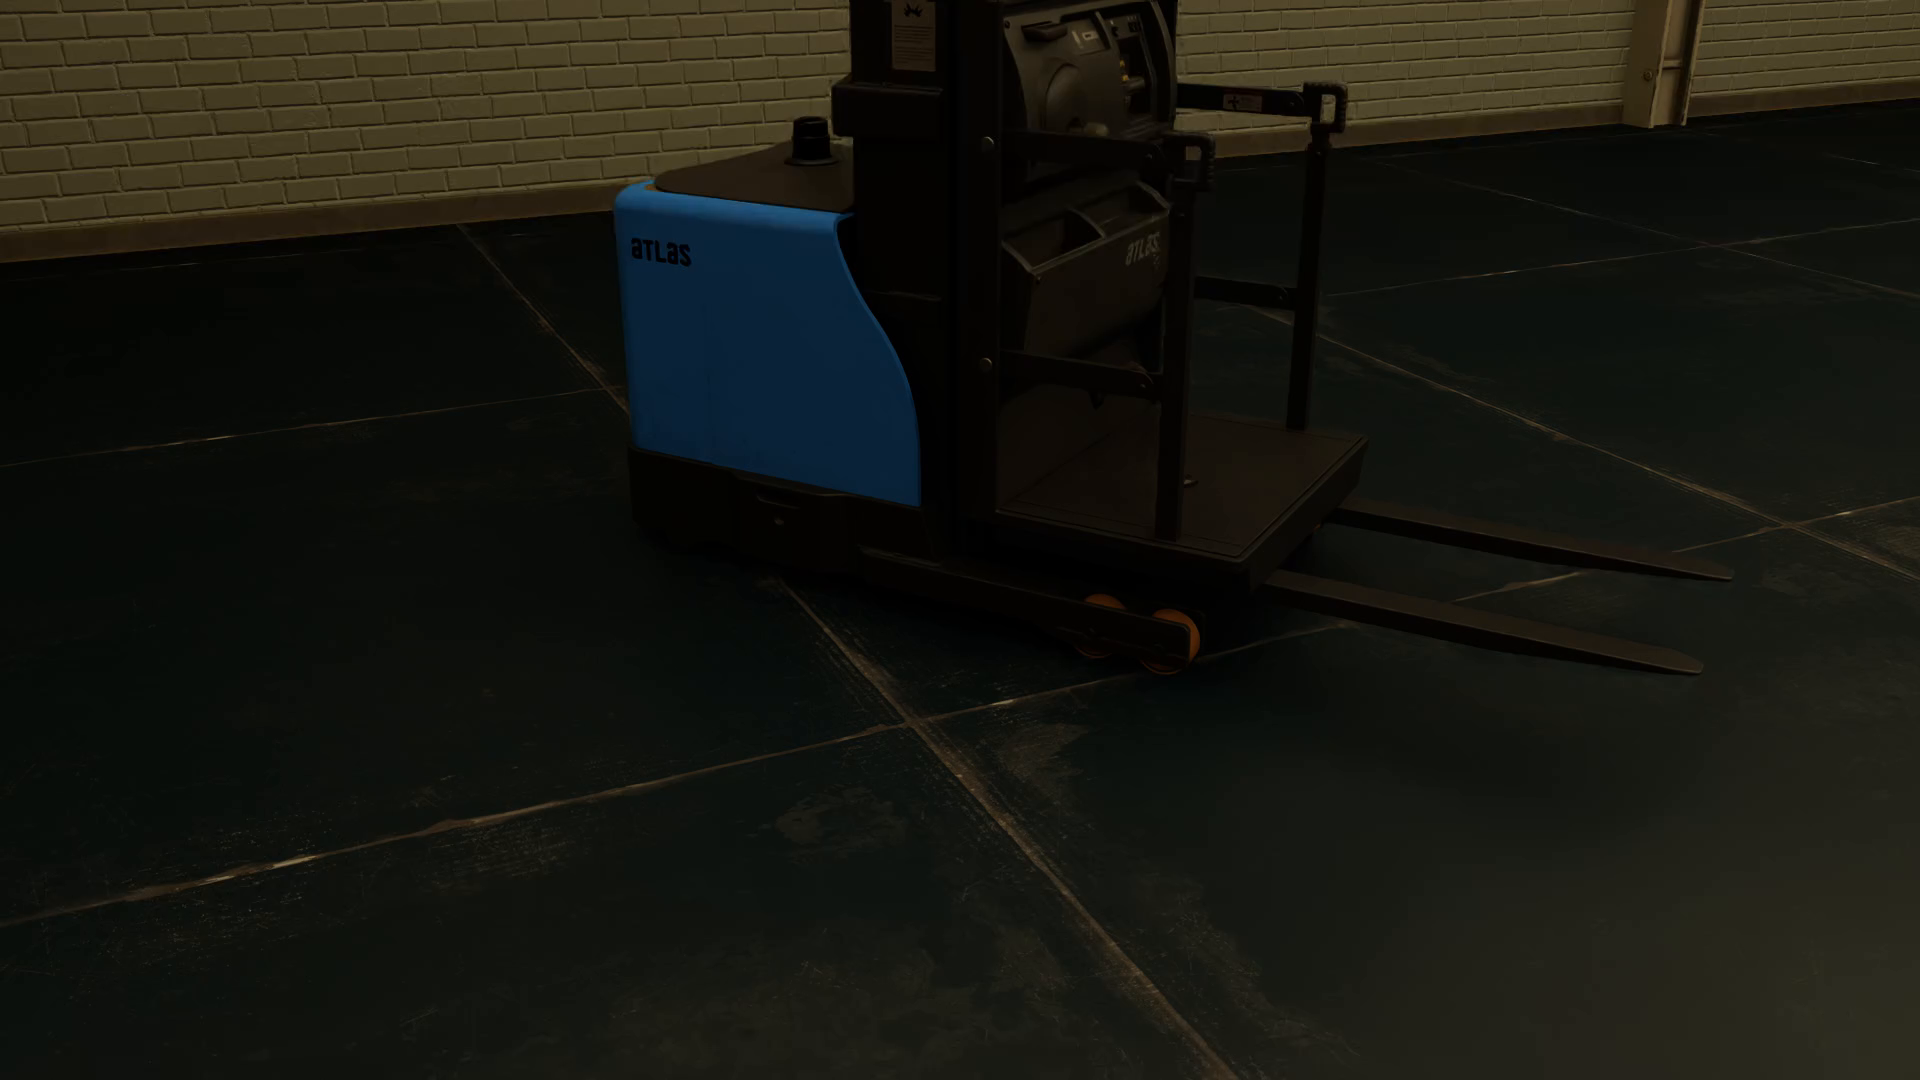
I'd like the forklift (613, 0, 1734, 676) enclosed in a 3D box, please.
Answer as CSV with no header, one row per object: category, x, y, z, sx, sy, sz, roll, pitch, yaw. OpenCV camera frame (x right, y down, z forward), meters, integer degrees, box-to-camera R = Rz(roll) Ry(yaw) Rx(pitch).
forklift,0.533,-1.239,4.269,3.031,2.935,1.130,12,25,27
